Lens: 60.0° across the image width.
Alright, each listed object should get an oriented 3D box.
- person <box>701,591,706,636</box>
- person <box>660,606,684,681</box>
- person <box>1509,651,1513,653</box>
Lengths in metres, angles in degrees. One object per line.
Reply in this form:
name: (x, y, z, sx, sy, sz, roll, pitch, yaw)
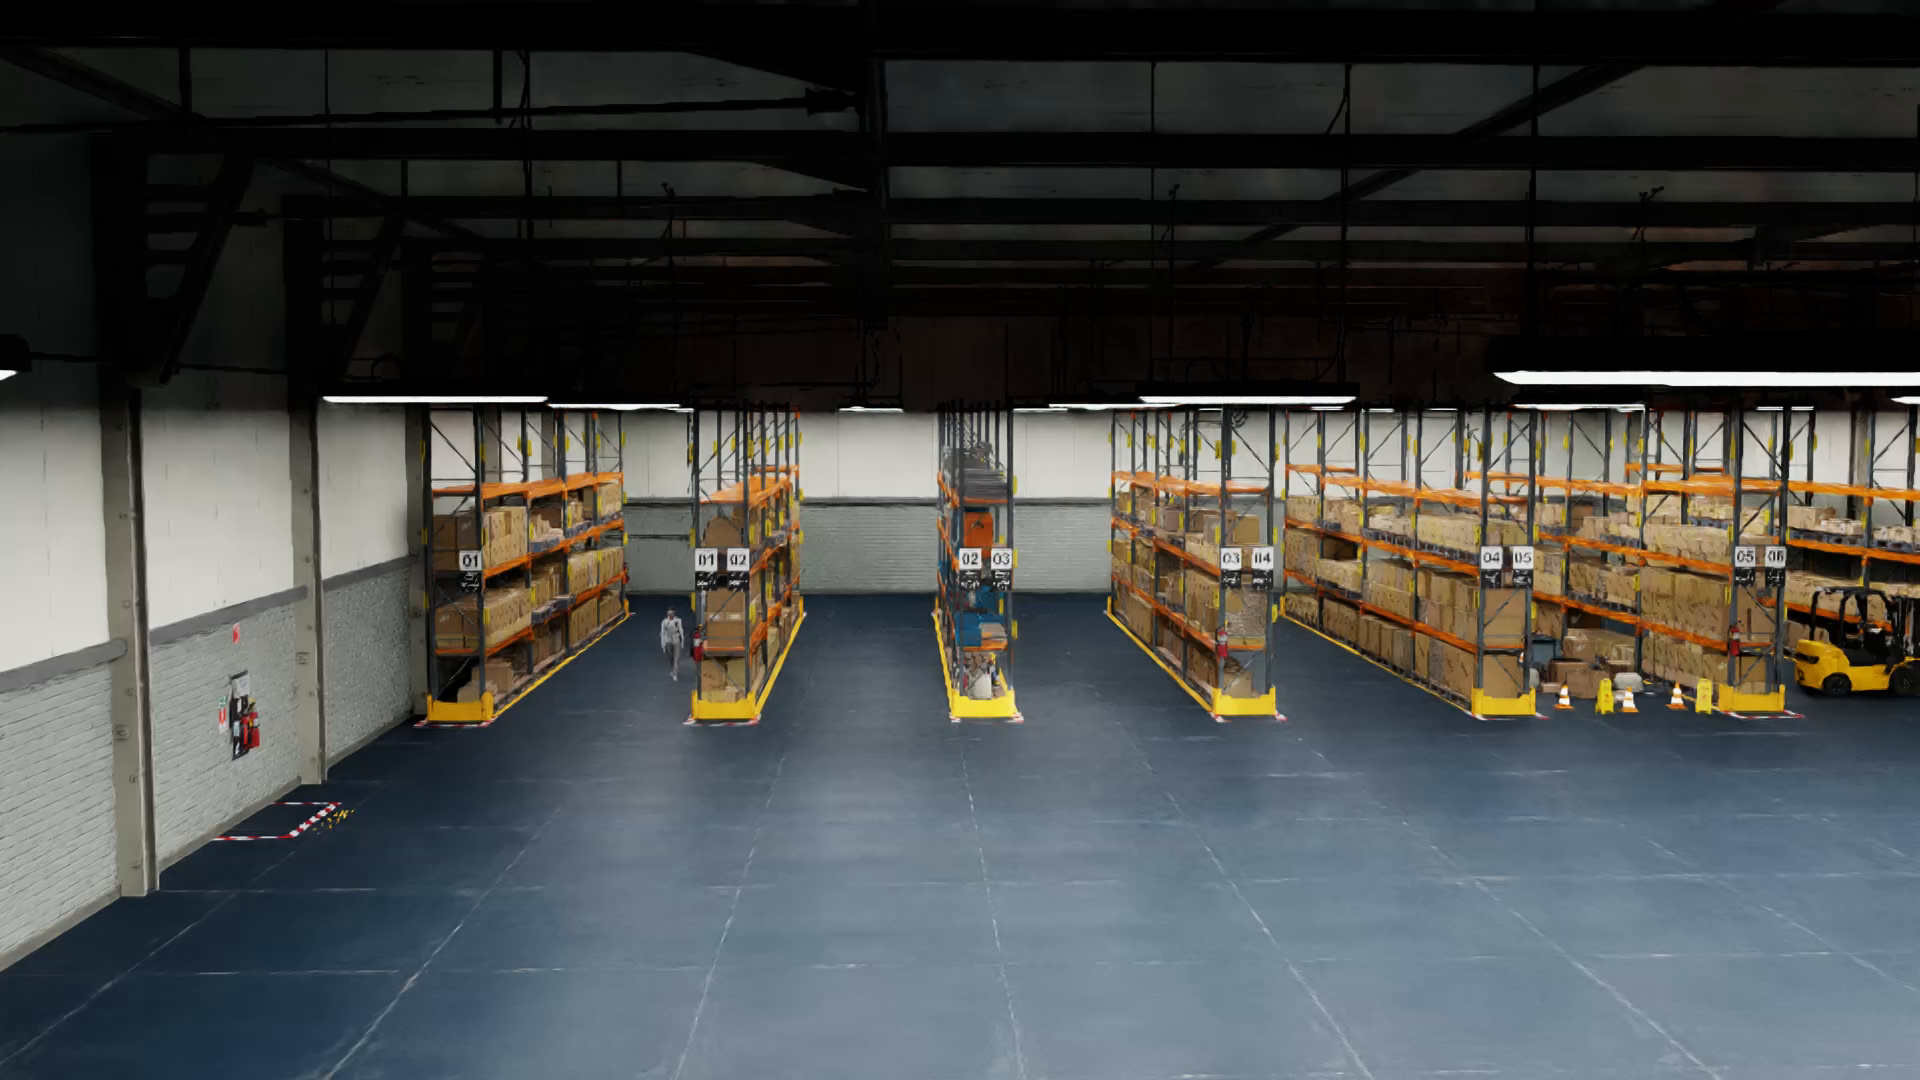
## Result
person: (-6.523, 1.652, 42.938, 0.445, 1.590, 1.091, 0, 4, -4)
person: (-6.199, 2.195, 35.779, 0.495, 1.587, 1.086, 0, 4, 0)
person: (12.412, 1.987, 38.006, 0.569, 1.668, 0.562, 2, 5, 28)
